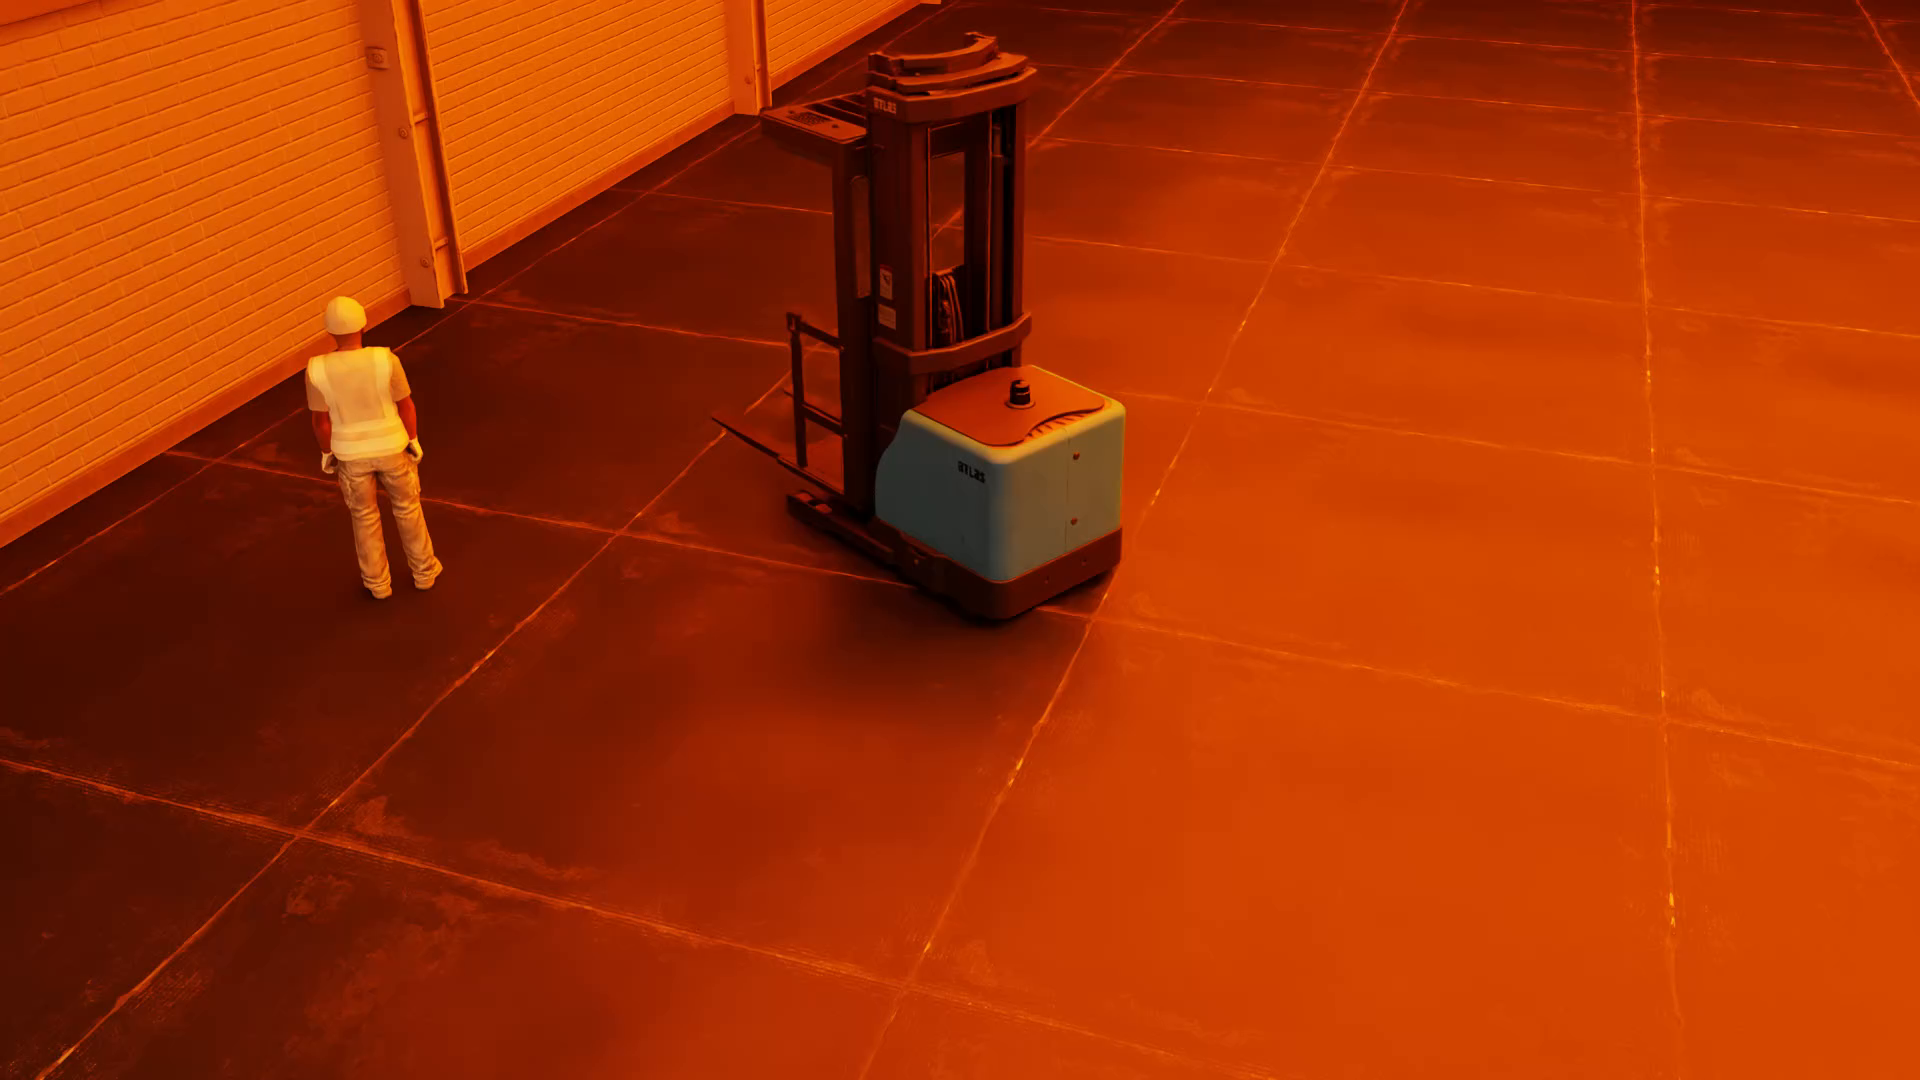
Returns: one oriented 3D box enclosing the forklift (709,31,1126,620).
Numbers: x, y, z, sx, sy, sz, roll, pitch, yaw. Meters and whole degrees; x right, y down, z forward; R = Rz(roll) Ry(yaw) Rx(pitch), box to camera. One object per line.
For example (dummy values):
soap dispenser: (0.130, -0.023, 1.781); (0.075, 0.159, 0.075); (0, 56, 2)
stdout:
forklift: (-0.420, -1.479, 9.731); (1.130, 2.935, 3.031); (-24, 38, -36)

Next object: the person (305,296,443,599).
person: (-3.259, -0.512, 9.191); (0.538, 1.790, 0.386); (-10, 31, -16)
